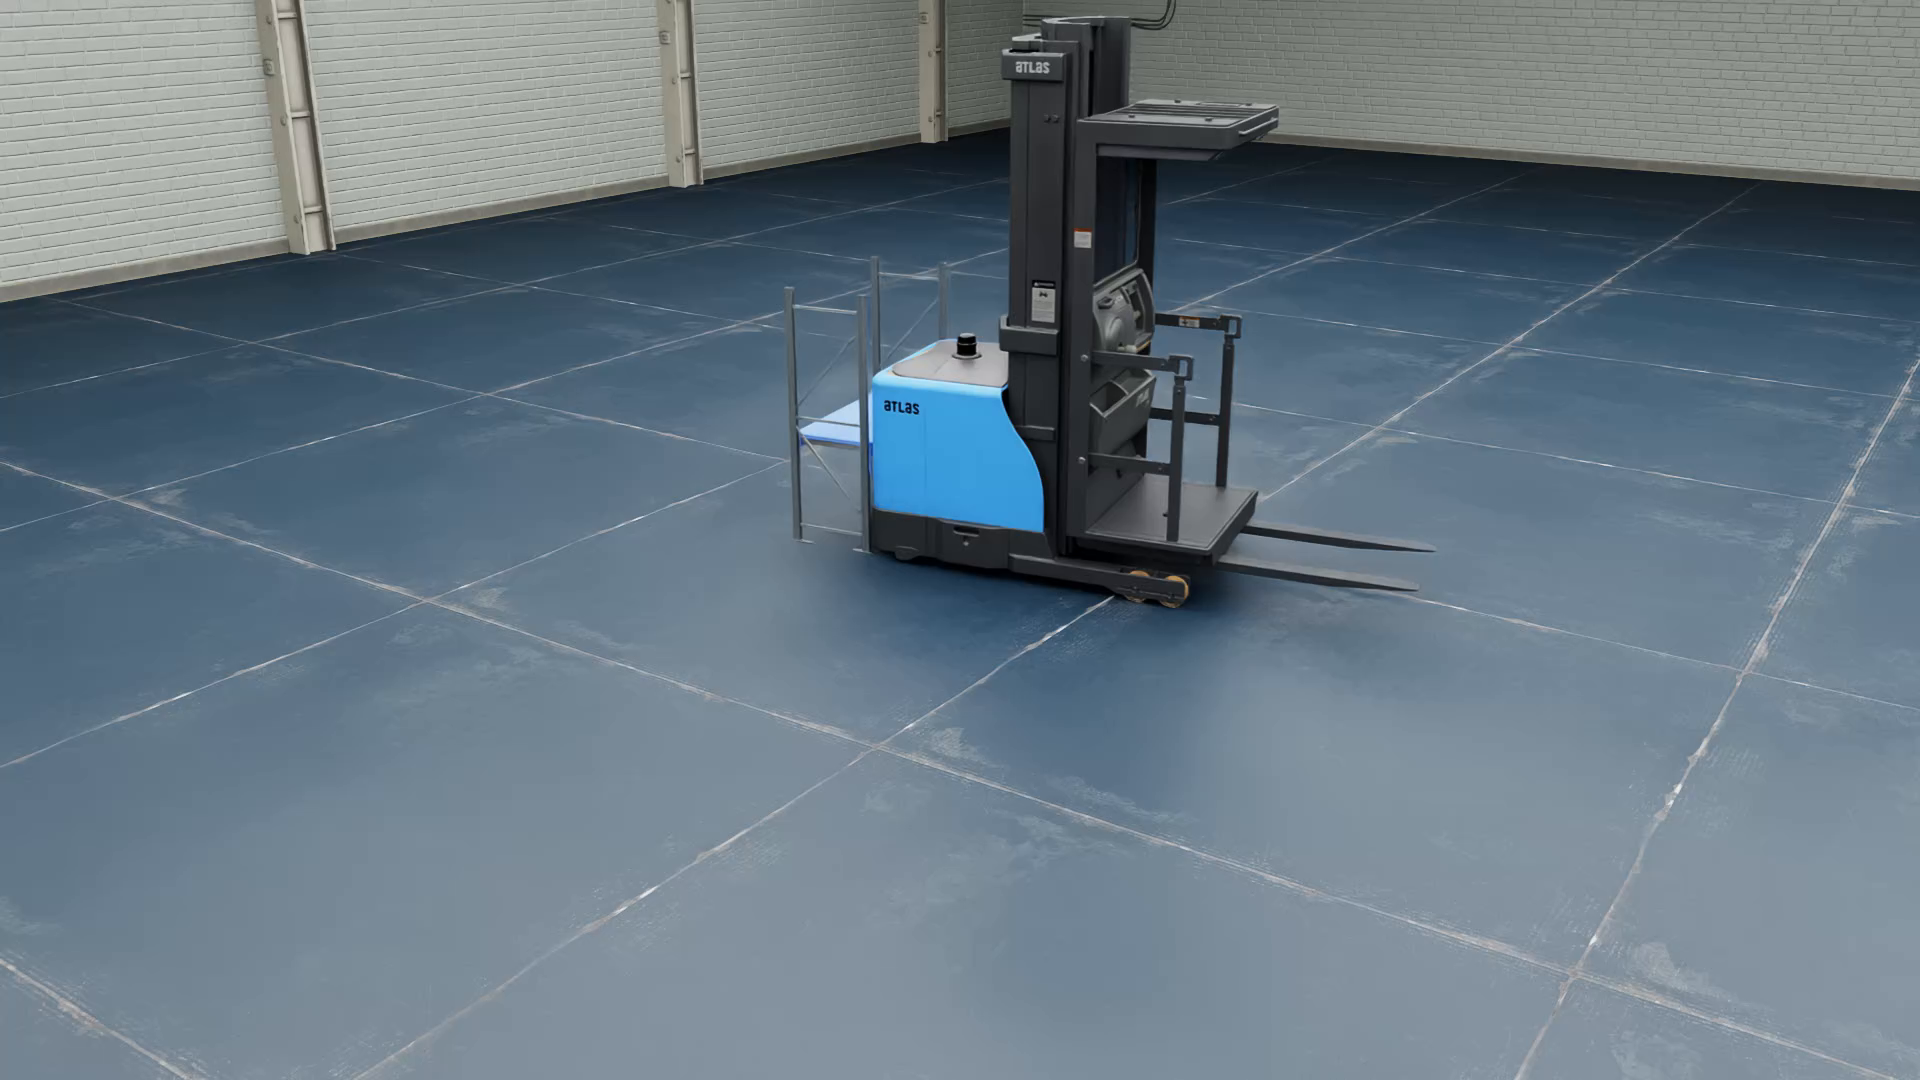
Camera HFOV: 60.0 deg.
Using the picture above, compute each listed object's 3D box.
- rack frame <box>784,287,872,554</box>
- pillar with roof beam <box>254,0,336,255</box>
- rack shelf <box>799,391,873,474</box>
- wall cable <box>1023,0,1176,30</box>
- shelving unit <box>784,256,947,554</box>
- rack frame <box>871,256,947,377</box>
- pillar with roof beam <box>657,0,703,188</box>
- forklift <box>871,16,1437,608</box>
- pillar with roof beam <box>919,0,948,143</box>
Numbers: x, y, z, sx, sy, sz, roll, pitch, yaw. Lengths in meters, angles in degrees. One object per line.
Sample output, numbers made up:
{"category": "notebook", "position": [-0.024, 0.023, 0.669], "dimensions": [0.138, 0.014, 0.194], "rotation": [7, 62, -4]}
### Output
{"category": "rack frame", "position": [-0.743, -0.665, 9.400], "dimensions": [0.500, 1.500, 0.032], "rotation": [9, 22, 24]}
{"category": "pillar with roof beam", "position": [-3.621, -6.593, 14.617], "dimensions": [9.100, 9.000, 0.400], "rotation": [13, 24, 32]}
{"category": "rack shelf", "position": [-0.526, -0.656, 9.894], "dimensions": [0.538, 0.185, 1.000], "rotation": [9, 22, 24]}
{"category": "wall cable", "position": [2.314, -10.007, 28.322], "dimensions": [3.097, 2.526, 0.112], "rotation": [13, 24, 32]}
{"category": "shelving unit", "position": [-0.526, -0.824, 9.832], "dimensions": [0.538, 1.500, 1.048], "rotation": [9, 22, 24]}
{"category": "rack frame", "position": [-0.310, -0.984, 10.263], "dimensions": [0.500, 1.500, 0.032], "rotation": [9, 22, 24]}
{"category": "pillar with roof beam", "position": [-0.248, -8.314, 19.271], "dimensions": [9.100, 9.000, 0.400], "rotation": [13, 24, 32]}
{"category": "forklift", "position": [1.064, -1.226, 8.854], "dimensions": [3.031, 2.935, 1.130], "rotation": [8, 22, 22]}
{"category": "pillar with roof beam", "position": [3.125, -10.036, 23.926], "dimensions": [9.100, 9.000, 0.400], "rotation": [13, 24, 32]}
